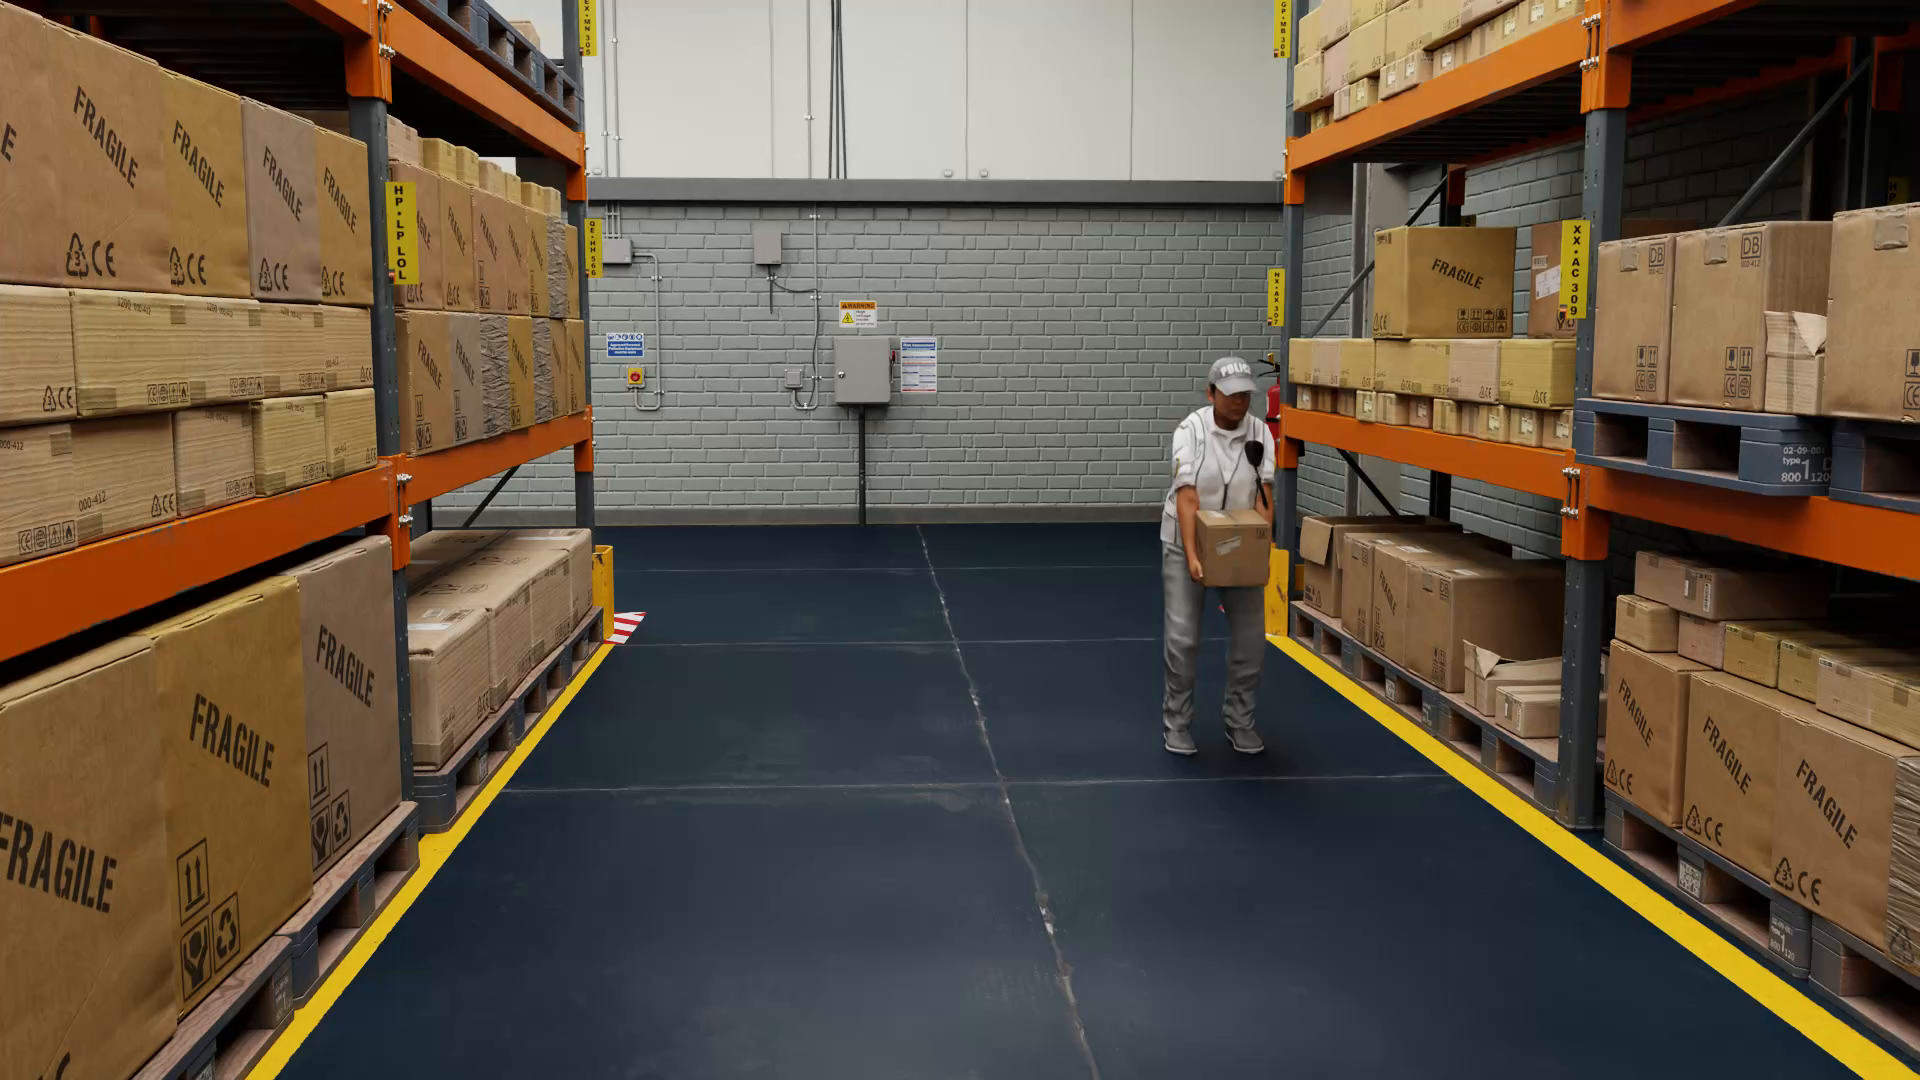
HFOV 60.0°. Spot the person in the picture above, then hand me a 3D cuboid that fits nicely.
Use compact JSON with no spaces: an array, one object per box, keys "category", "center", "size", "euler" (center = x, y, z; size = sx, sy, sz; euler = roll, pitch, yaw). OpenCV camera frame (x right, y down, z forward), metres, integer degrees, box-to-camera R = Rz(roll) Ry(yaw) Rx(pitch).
[{"category":"person","center":[1.067,0.068,6.836],"size":[0.452,1.638,0.581],"euler":[-1,7,-5]}]
